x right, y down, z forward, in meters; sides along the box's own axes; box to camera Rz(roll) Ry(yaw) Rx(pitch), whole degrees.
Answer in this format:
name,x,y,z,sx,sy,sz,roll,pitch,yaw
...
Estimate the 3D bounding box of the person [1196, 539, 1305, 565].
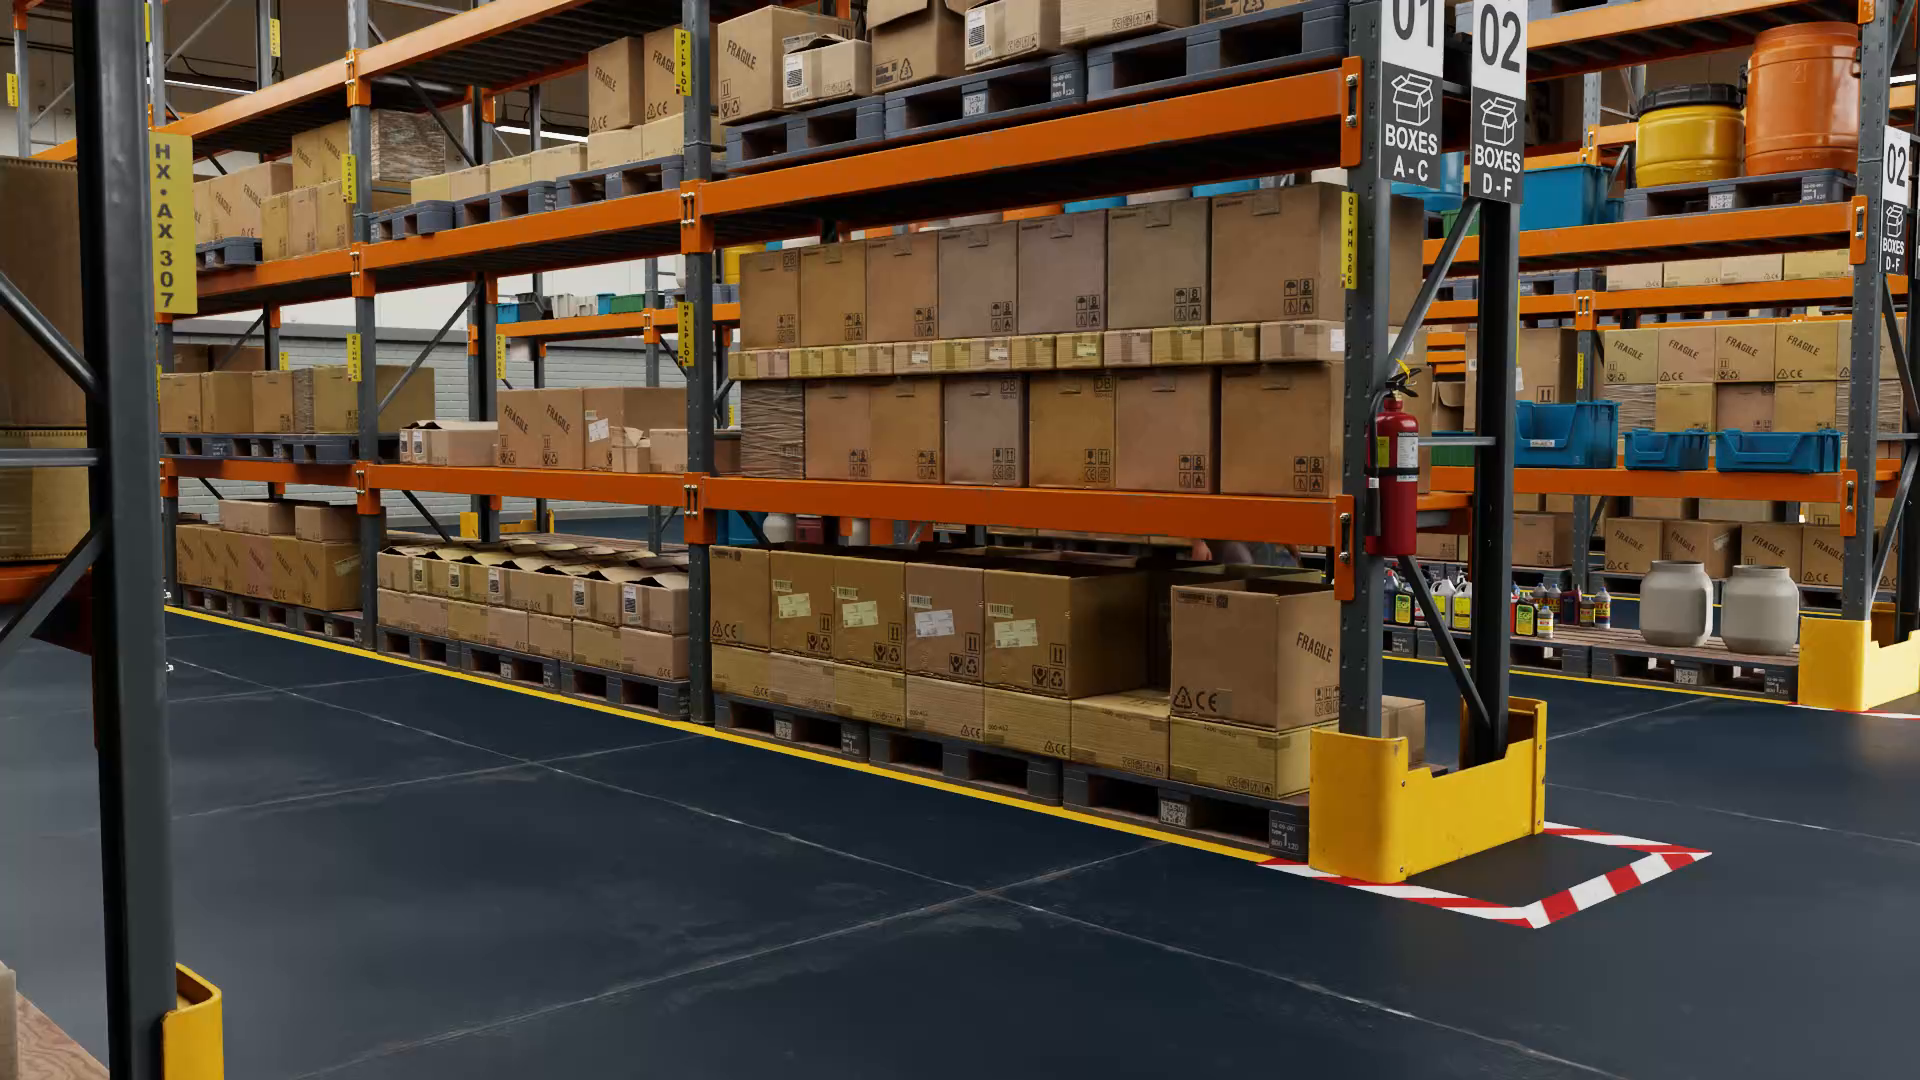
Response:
name,x,y,z,sx,sy,sz,roll,pitch,yaw
person,1.702,0.023,9.821,1.036,1.663,0.569,2,5,31
